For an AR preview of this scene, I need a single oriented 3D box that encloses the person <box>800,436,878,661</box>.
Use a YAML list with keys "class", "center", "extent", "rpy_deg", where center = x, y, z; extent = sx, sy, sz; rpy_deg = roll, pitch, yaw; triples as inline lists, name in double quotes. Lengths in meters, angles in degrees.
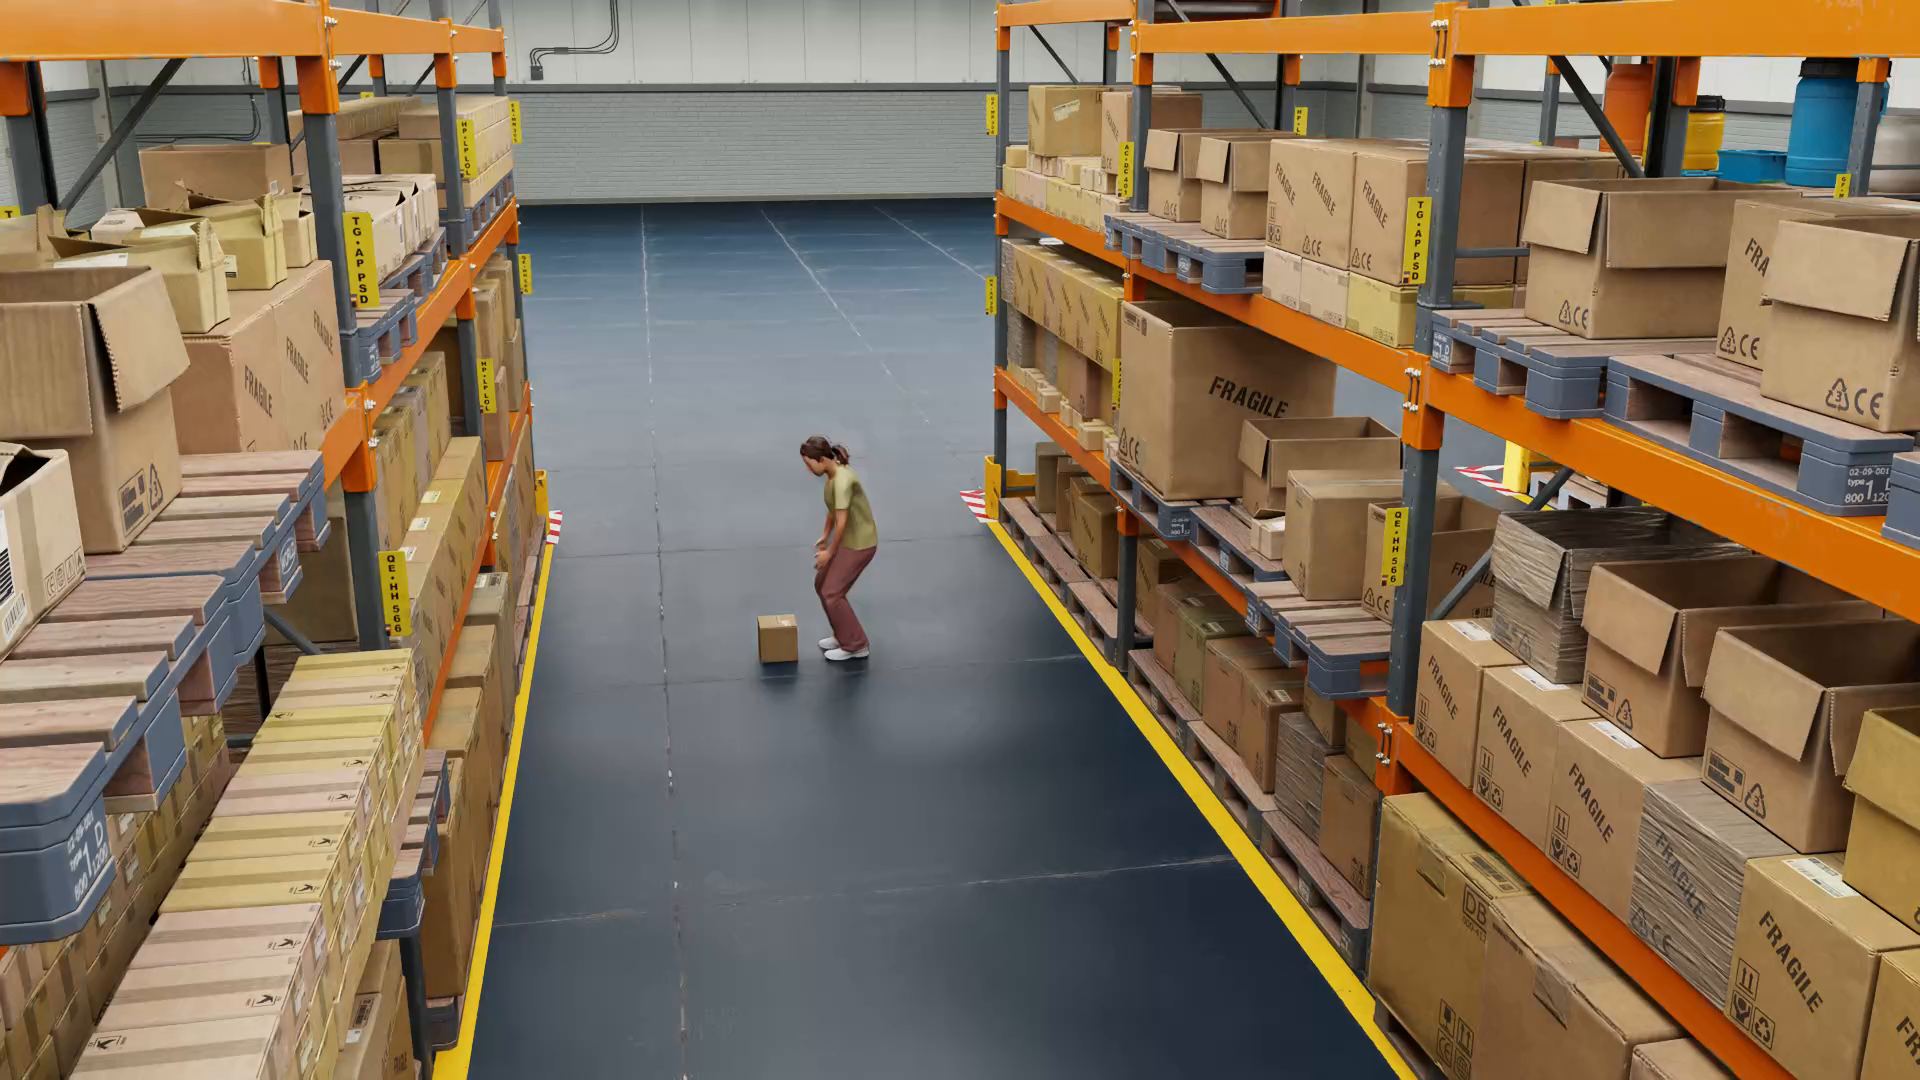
- class: "person"
  center: [-0.802, 0.044, 11.150]
  extent: [0.510, 1.537, 0.494]
  rpy_deg: [-3, 17, -10]
